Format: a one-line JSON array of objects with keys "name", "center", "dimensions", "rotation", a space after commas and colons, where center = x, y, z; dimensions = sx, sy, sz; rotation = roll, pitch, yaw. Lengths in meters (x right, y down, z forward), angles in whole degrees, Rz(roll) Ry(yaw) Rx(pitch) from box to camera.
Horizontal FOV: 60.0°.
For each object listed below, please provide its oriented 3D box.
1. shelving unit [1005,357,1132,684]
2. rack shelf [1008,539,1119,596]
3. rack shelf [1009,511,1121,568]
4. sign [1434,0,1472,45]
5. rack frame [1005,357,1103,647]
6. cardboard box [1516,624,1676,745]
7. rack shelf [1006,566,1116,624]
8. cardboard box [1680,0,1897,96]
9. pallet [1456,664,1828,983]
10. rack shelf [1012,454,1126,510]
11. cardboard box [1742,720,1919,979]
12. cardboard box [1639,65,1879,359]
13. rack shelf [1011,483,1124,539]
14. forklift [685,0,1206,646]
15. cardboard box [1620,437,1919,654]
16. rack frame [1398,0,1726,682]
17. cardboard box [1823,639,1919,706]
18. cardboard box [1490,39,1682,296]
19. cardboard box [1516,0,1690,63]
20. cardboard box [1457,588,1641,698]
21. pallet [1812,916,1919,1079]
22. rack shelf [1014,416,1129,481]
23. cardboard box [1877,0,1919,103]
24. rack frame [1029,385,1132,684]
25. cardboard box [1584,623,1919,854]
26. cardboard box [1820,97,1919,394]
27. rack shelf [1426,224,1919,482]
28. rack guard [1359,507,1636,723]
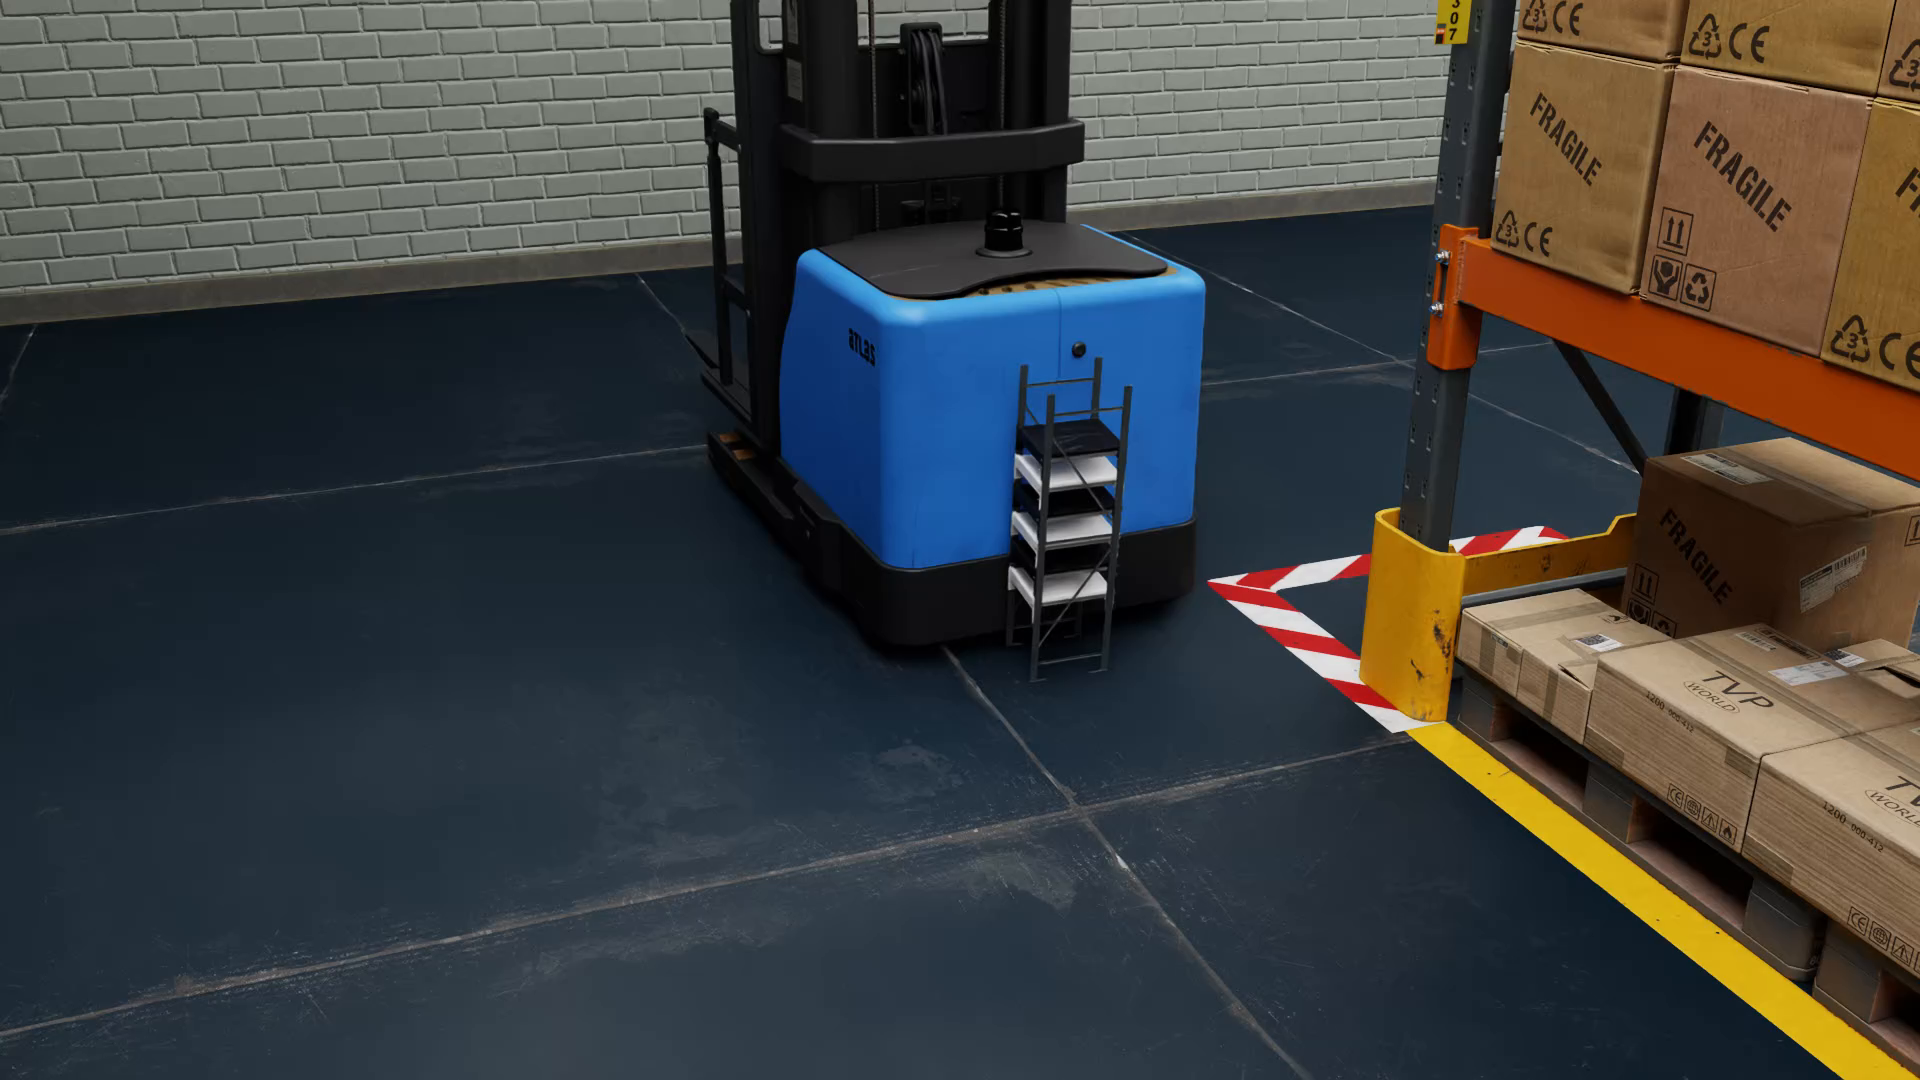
[{"name": "shelving unit", "center": [0.296, -0.047, 4.679], "dimensions": [0.258, 0.900, 0.210], "rotation": [-7, 30, -17]}, {"name": "rack shelf", "center": [0.292, 0.062, 4.738], "dimensions": [0.258, 0.077, 0.200], "rotation": [-7, 30, -17]}, {"name": "rack shelf", "center": [0.295, -0.017, 4.695], "dimensions": [0.258, 0.077, 0.200], "rotation": [-7, 30, -17]}, {"name": "sign", "center": [1.207, -1.368, 4.020], "dimensions": [0.100, 0.325, 0.005], "rotation": [-8, 24, -19]}, {"name": "rack frame", "center": [0.264, -0.093, 4.764], "dimensions": [0.240, 0.900, 0.006], "rotation": [-7, 30, -17]}, {"name": "cardboard box", "center": [1.630, 0.349, 4.141], "dimensions": [0.380, 0.166, 0.250], "rotation": [-8, 24, -19]}, {"name": "rack shelf", "center": [0.289, 0.141, 4.781], "dimensions": [0.258, 0.077, 0.200], "rotation": [-7, 30, -17]}, {"name": "cardboard box", "center": [1.817, -1.164, 3.235], "dimensions": [0.500, 0.500, 0.500], "rotation": [-8, 24, -18]}, {"name": "pallet", "center": [2.024, 0.558, 4.154], "dimensions": [1.003, 0.211, 1.213], "rotation": [-8, 24, -19]}, {"name": "rack shelf", "center": [0.301, -0.175, 4.610], "dimensions": [0.258, 0.077, 0.200], "rotation": [-7, 30, -17]}, {"name": "cardboard box", "center": [1.995, 0.620, 3.390], "dimensions": [0.500, 0.250, 0.500], "rotation": [-8, 24, -19]}, {"name": "cardboard box", "center": [1.812, -0.706, 3.434], "dimensions": [0.500, 0.500, 0.500], "rotation": [-9, 24, -20]}, {"name": "rack shelf", "center": [0.298, -0.096, 4.652], "dimensions": [0.258, 0.077, 0.200], "rotation": [-7, 30, -17]}, {"name": "forklift", "center": [-0.311, -1.583, 5.731], "dimensions": [1.130, 2.935, 3.031], "rotation": [-9, 25, -21]}, {"name": "cardboard box", "center": [2.137, 0.069, 4.376], "dimensions": [0.500, 0.500, 0.500], "rotation": [-8, 24, -19]}, {"name": "rack frame", "center": [1.715, -1.044, 4.365], "dimensions": [1.000, 3.000, 0.127], "rotation": [-8, 24, -19]}, {"name": "cardboard box", "center": [2.196, 0.382, 4.063], "dimensions": [0.380, 0.166, 0.250], "rotation": [-8, 24, -19]}, {"name": "cardboard box", "center": [1.625, -0.893, 3.877], "dimensions": [0.500, 0.500, 0.500], "rotation": [-8, 24, -18]}, {"name": "cardboard box", "center": [1.625, -1.353, 3.683], "dimensions": [0.500, 0.500, 0.500], "rotation": [-8, 24, -17]}, {"name": "cardboard box", "center": [1.541, 0.266, 4.360], "dimensions": [0.380, 0.149, 0.250], "rotation": [-8, 24, -19]}, {"name": "pallet", "center": [2.452, 1.001, 3.104], "dimensions": [1.003, 0.211, 1.213], "rotation": [-8, 24, -19]}, {"name": "rack shelf", "center": [0.304, -0.255, 4.567], "dimensions": [0.258, 0.077, 0.200], "rotation": [-7, 30, -17]}, {"name": "cardboard box", "center": [1.989, -0.982, 2.802], "dimensions": [0.500, 0.500, 0.500], "rotation": [-8, 24, -18]}, {"name": "rack frame", "center": [0.328, 0.000, 4.595], "dimensions": [0.240, 0.900, 0.006], "rotation": [-7, 30, -17]}, {"name": "cardboard box", "center": [1.818, 0.439, 3.821], "dimensions": [0.500, 0.250, 0.500], "rotation": [-8, 24, -19]}, {"name": "cardboard box", "center": [1.987, -0.523, 3.000], "dimensions": [0.500, 0.500, 0.500], "rotation": [-8, 24, -19]}, {"name": "rack shelf", "center": [2.421, 0.014, 2.780], "dimensions": [1.077, 0.370, 4.000], "rotation": [-8, 24, -19]}, {"name": "rack guard", "center": [1.742, 0.136, 4.785], "dimensions": [1.175, 0.500, 0.348], "rotation": [-8, 24, -19]}]
